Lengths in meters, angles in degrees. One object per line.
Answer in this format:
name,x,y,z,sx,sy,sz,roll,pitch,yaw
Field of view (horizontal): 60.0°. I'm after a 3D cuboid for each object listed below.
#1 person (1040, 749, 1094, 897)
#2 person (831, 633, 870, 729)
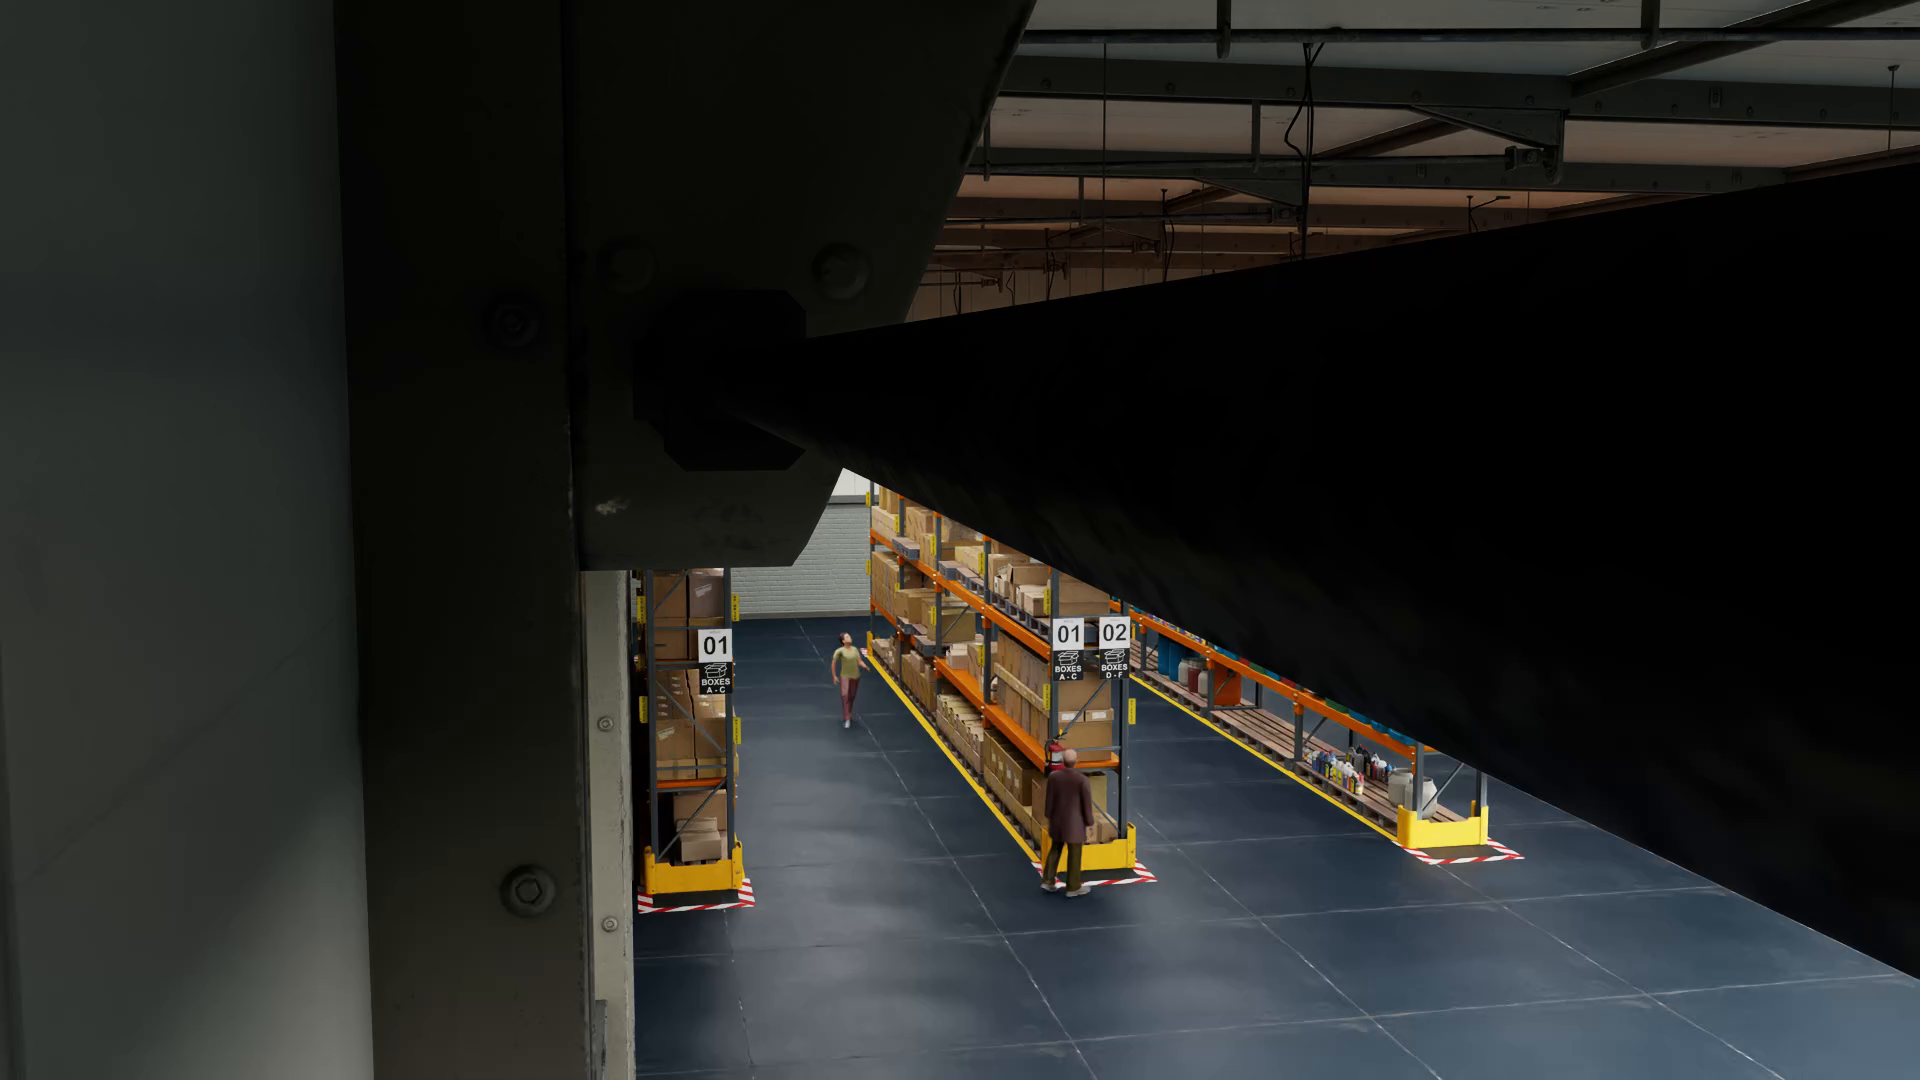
person,1.313,3.394,19.920,0.651,1.827,0.482,5,8,39
person,-1.951,2.462,29.522,0.649,1.623,0.982,-1,6,-11
